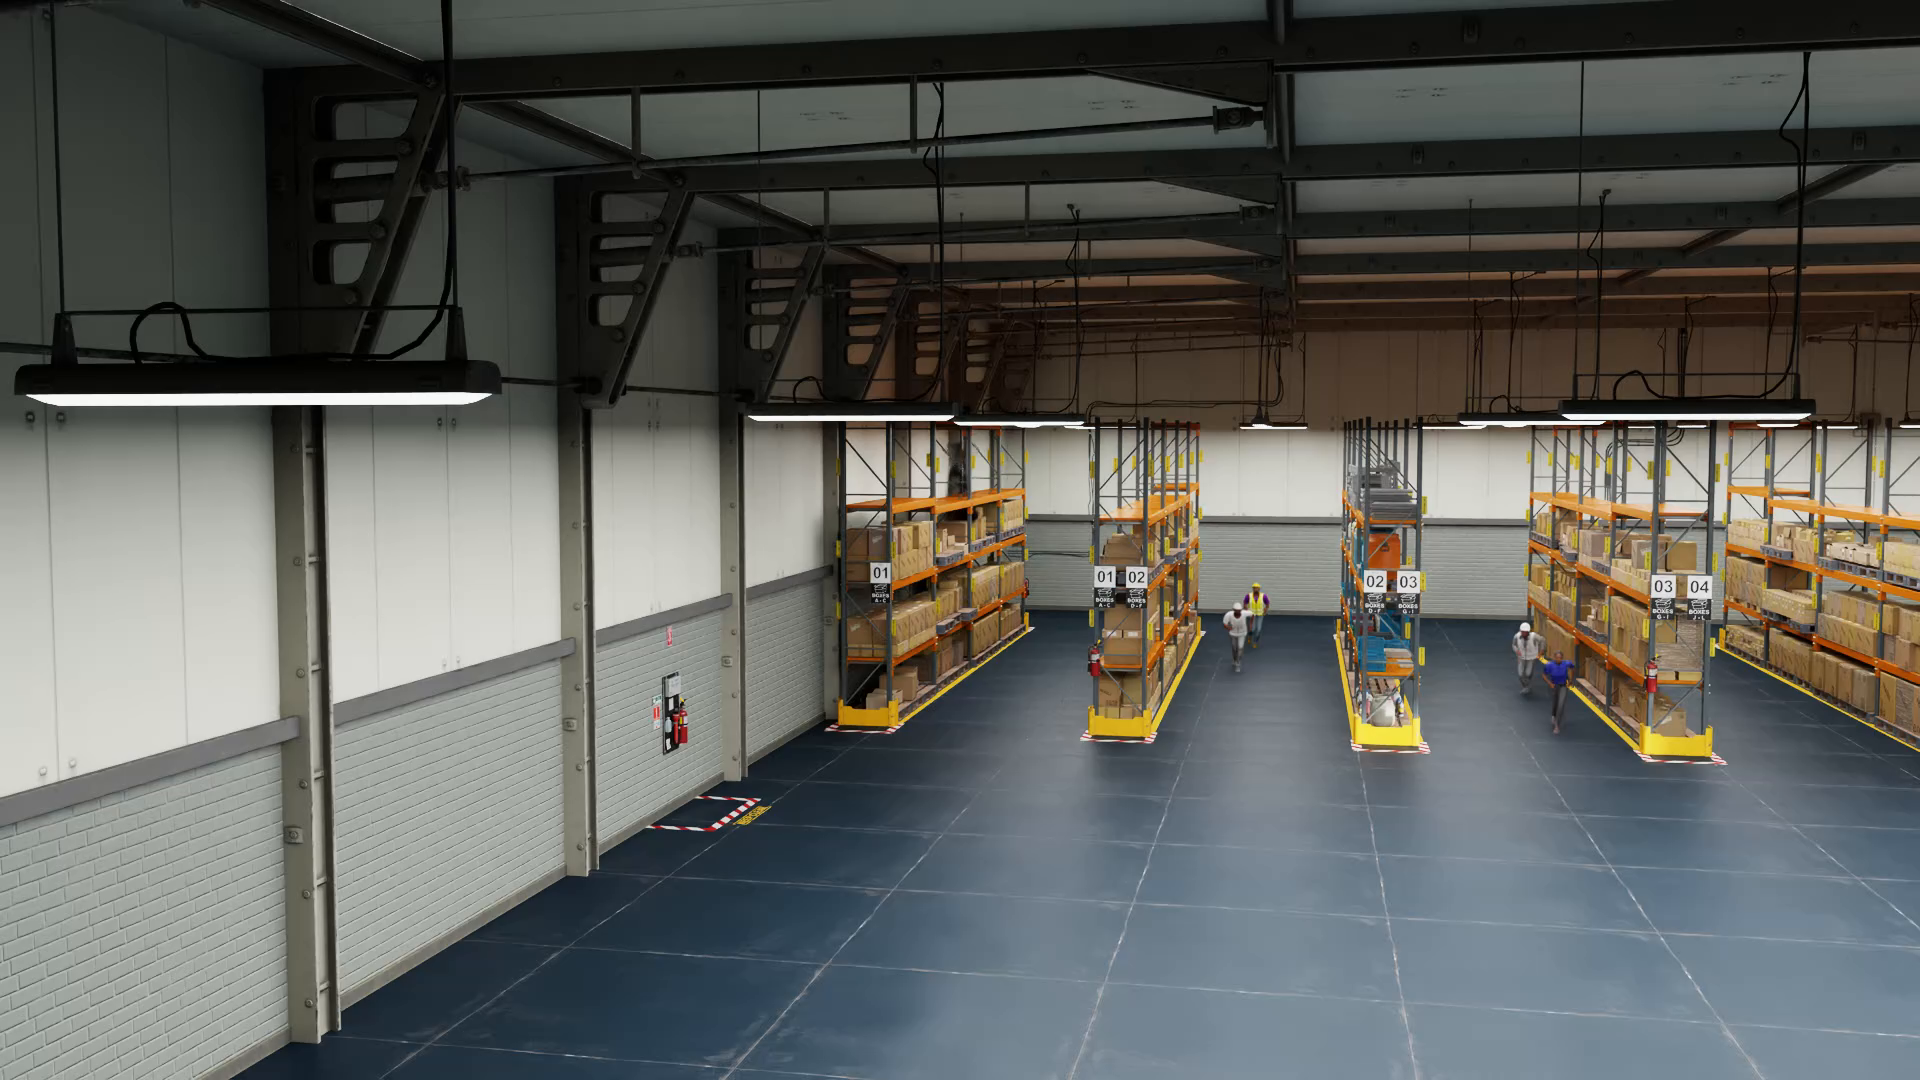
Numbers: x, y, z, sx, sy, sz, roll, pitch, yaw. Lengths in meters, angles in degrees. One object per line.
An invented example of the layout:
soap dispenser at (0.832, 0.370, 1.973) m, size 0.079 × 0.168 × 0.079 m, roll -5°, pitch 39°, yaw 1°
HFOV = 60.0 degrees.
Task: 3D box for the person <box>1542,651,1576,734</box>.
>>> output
person at (11.485, 2.884, 31.947) m, size 0.610 × 1.616 × 0.975 m, roll 1°, pitch 4°, yaw 14°

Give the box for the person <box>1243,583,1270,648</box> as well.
person at (7.868, 2.003, 44.096) m, size 0.686 × 1.731 × 0.617 m, roll 0°, pitch 4°, yaw 7°

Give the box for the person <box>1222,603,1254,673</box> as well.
person at (6.673, 2.325, 39.953) m, size 0.746 × 1.716 × 1.042 m, roll 1°, pitch 4°, yaw 8°

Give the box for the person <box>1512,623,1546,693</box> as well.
person at (12.399, 2.579, 36.271) m, size 0.684 × 1.590 × 0.816 m, roll 2°, pitch 4°, yaw 27°
